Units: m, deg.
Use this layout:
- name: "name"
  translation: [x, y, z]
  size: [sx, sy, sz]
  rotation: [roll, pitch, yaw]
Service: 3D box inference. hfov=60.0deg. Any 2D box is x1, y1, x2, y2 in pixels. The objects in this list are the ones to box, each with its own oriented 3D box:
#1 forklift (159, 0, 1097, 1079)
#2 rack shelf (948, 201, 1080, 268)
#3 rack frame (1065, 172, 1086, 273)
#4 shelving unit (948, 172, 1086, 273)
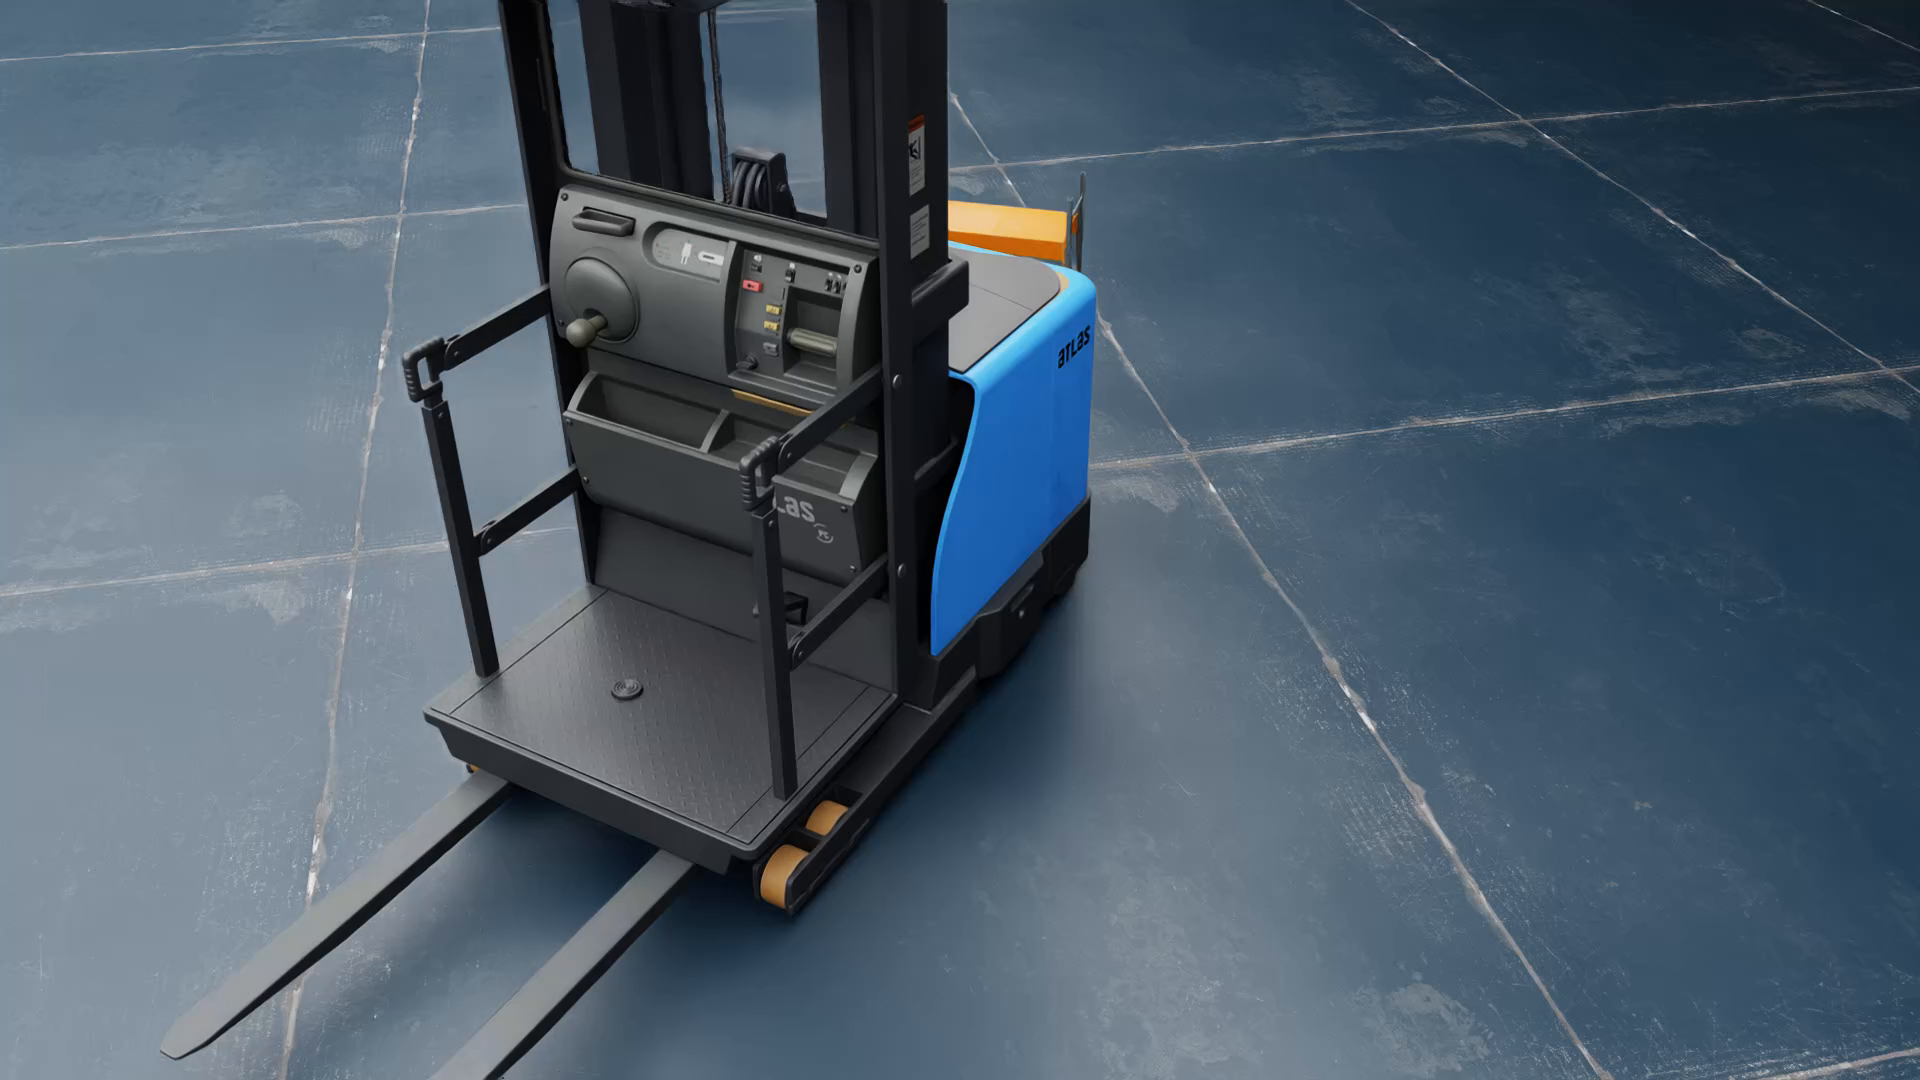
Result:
- name: "forklift"
  translation: [-0.736, -0.550, 3.939]
  size: [1.130, 2.935, 3.031]
  rotation: [18, 38, 24]
- name: "rack shelf"
  translation: [0.133, -0.984, 5.435]
  size: [0.480, 0.148, 0.258]
  rotation: [8, 35, 12]
- name: "rack frame"
  translation: [0.370, -0.625, 5.604]
  size: [0.015, 1.200, 0.240]
  rotation: [8, 35, 12]
- name: "shelving unit"
  translation: [0.134, -0.658, 5.654]
  size: [0.503, 1.200, 0.258]
  rotation: [8, 35, 12]
